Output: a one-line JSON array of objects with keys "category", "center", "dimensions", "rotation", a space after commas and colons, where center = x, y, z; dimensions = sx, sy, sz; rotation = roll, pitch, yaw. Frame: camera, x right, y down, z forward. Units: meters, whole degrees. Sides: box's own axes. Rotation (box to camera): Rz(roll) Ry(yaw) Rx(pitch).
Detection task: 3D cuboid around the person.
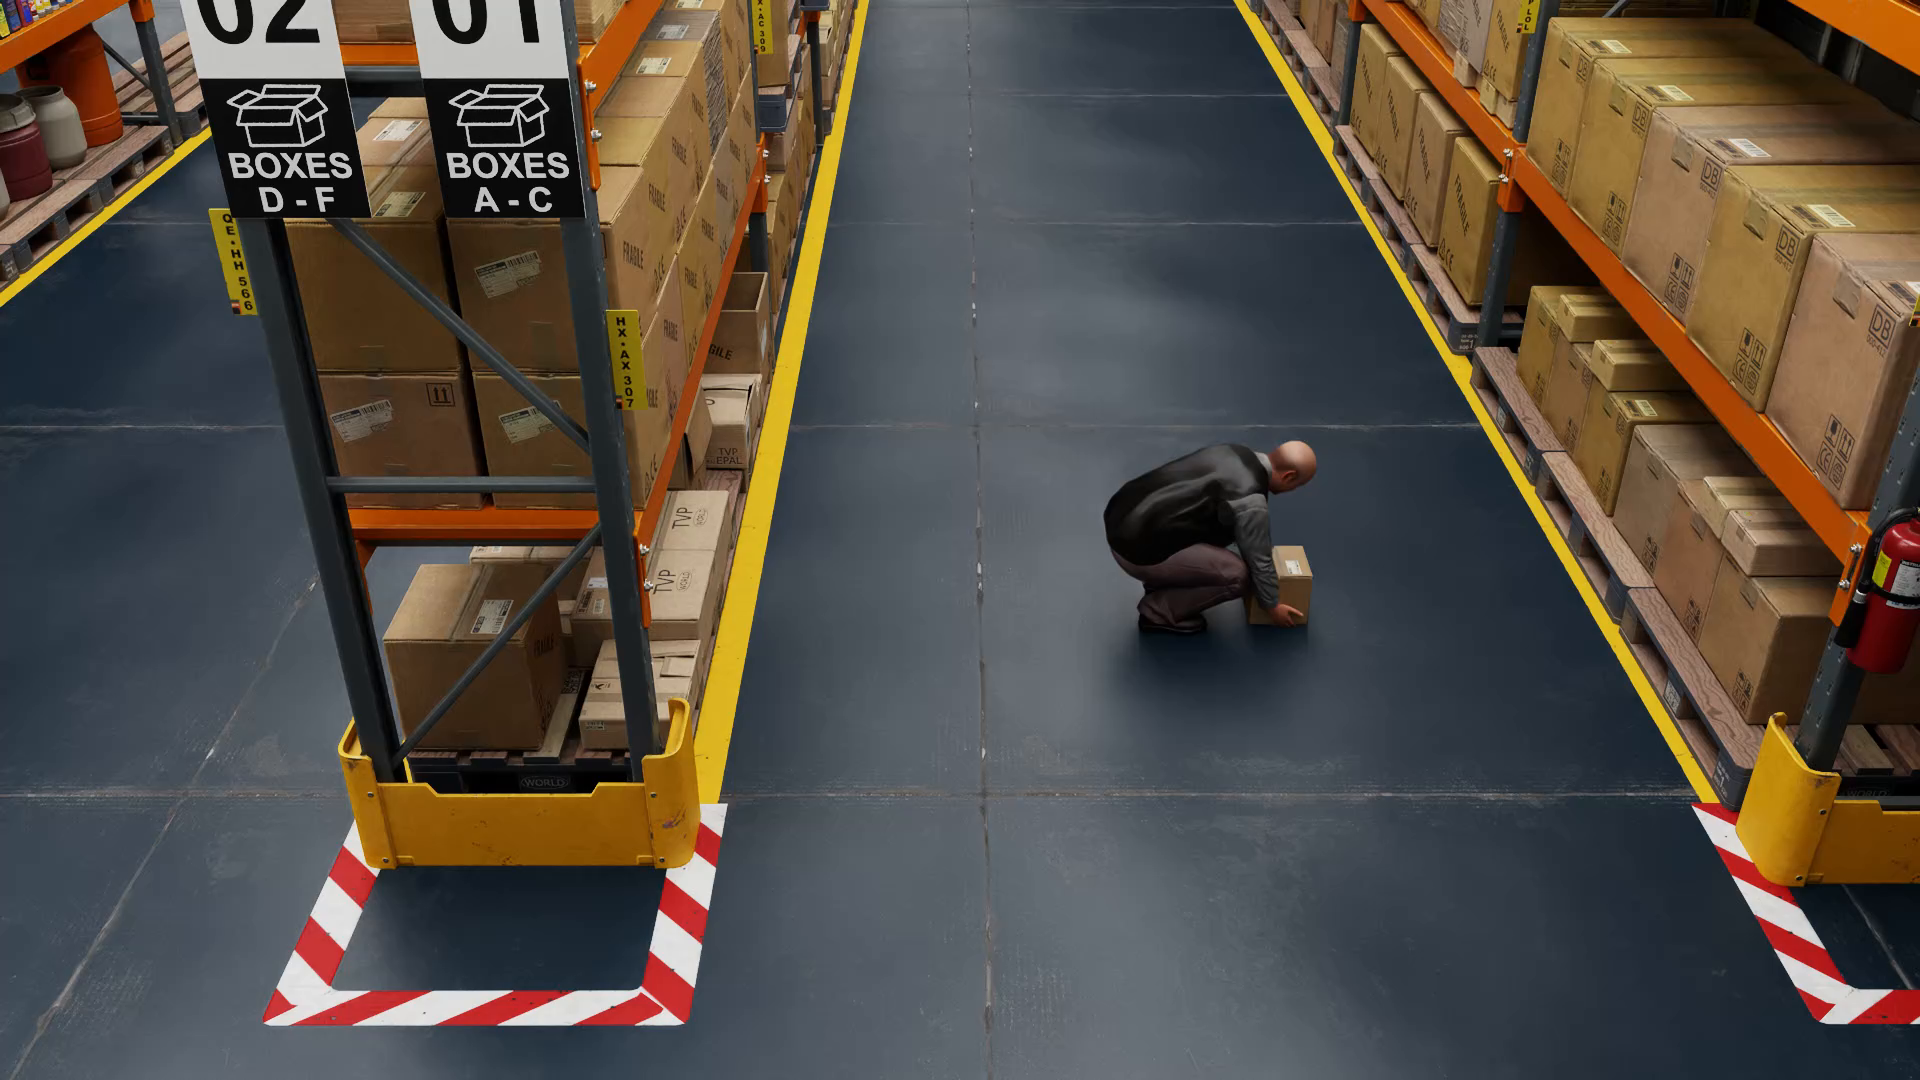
[{"category": "person", "center": [1.060, -0.018, 7.118], "dimensions": [0.886, 0.834, 0.526], "rotation": [0, 31, 0]}]
